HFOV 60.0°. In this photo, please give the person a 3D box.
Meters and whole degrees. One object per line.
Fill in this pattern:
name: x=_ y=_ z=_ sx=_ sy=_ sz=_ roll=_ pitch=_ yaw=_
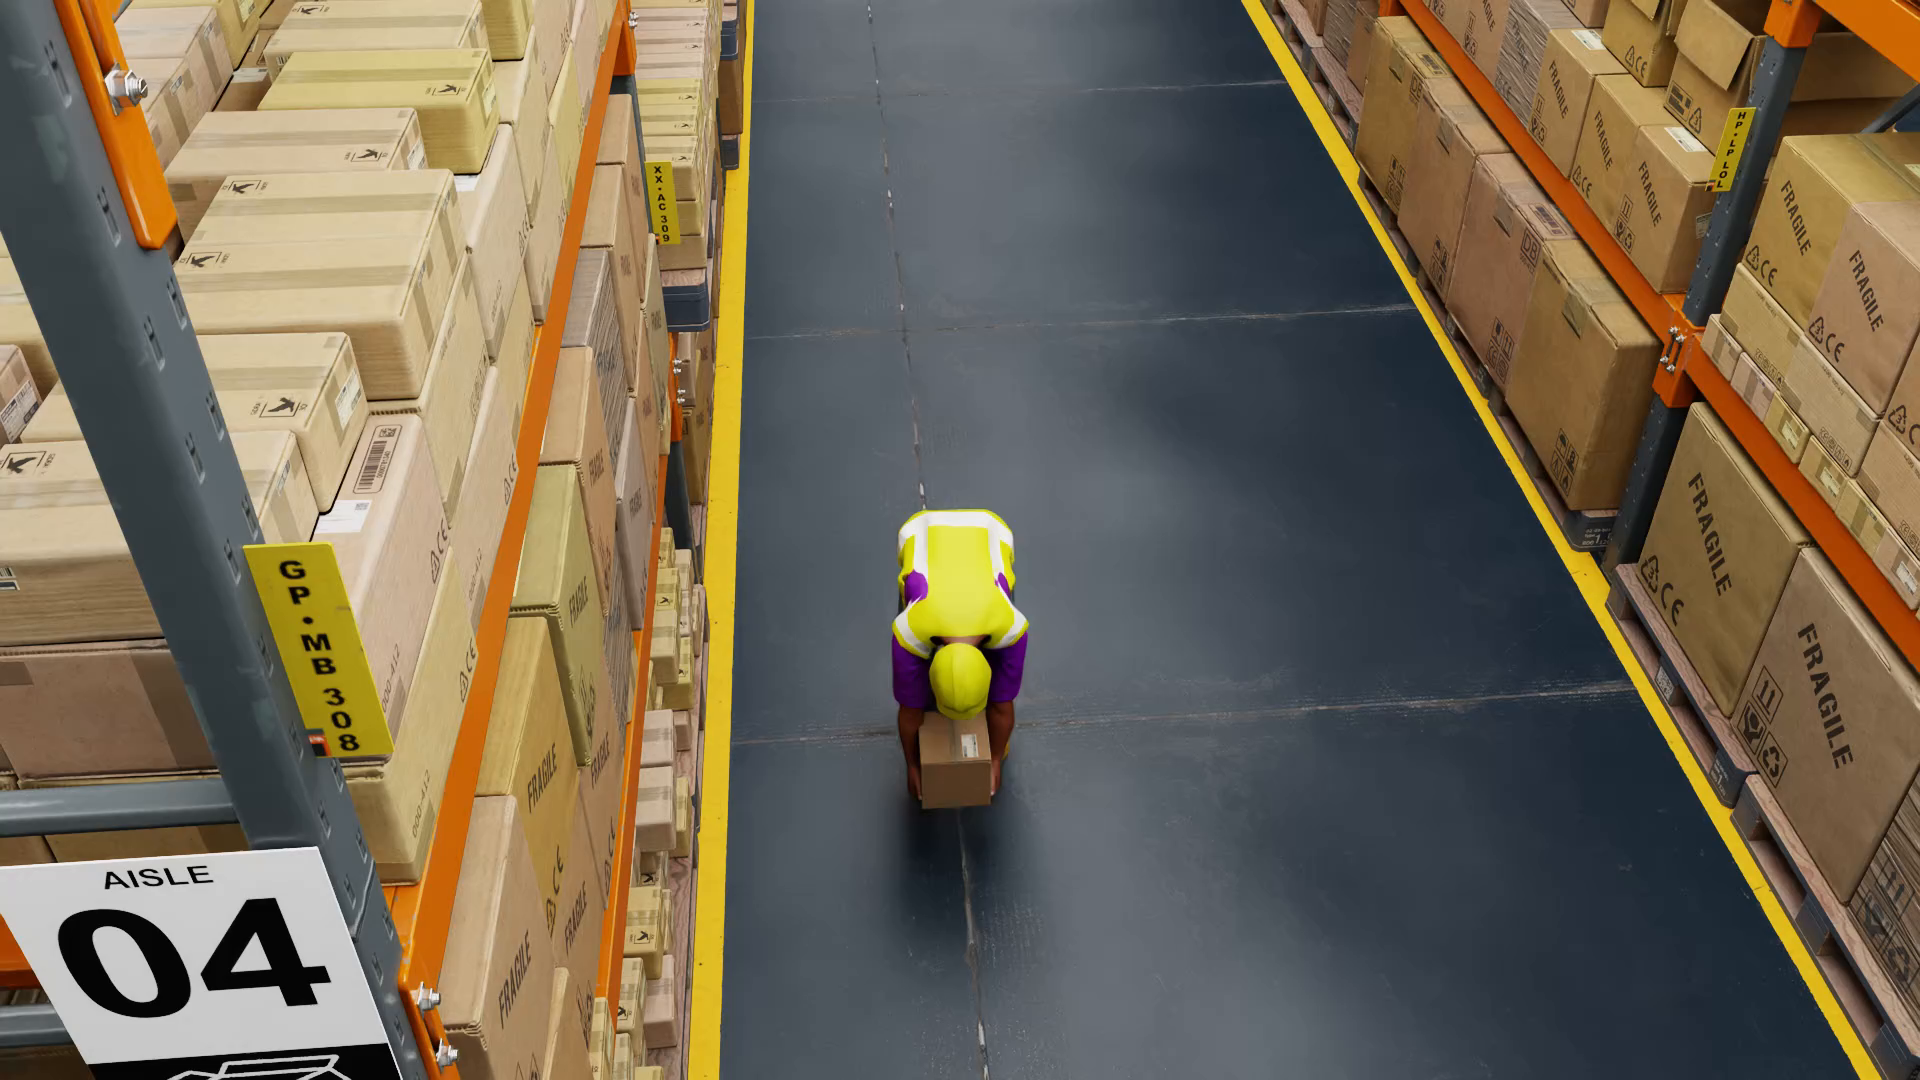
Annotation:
person: x=0.000 y=0.498 z=6.073 sx=0.481 sy=1.064 sz=0.982 roll=0 pitch=39 yaw=-1
